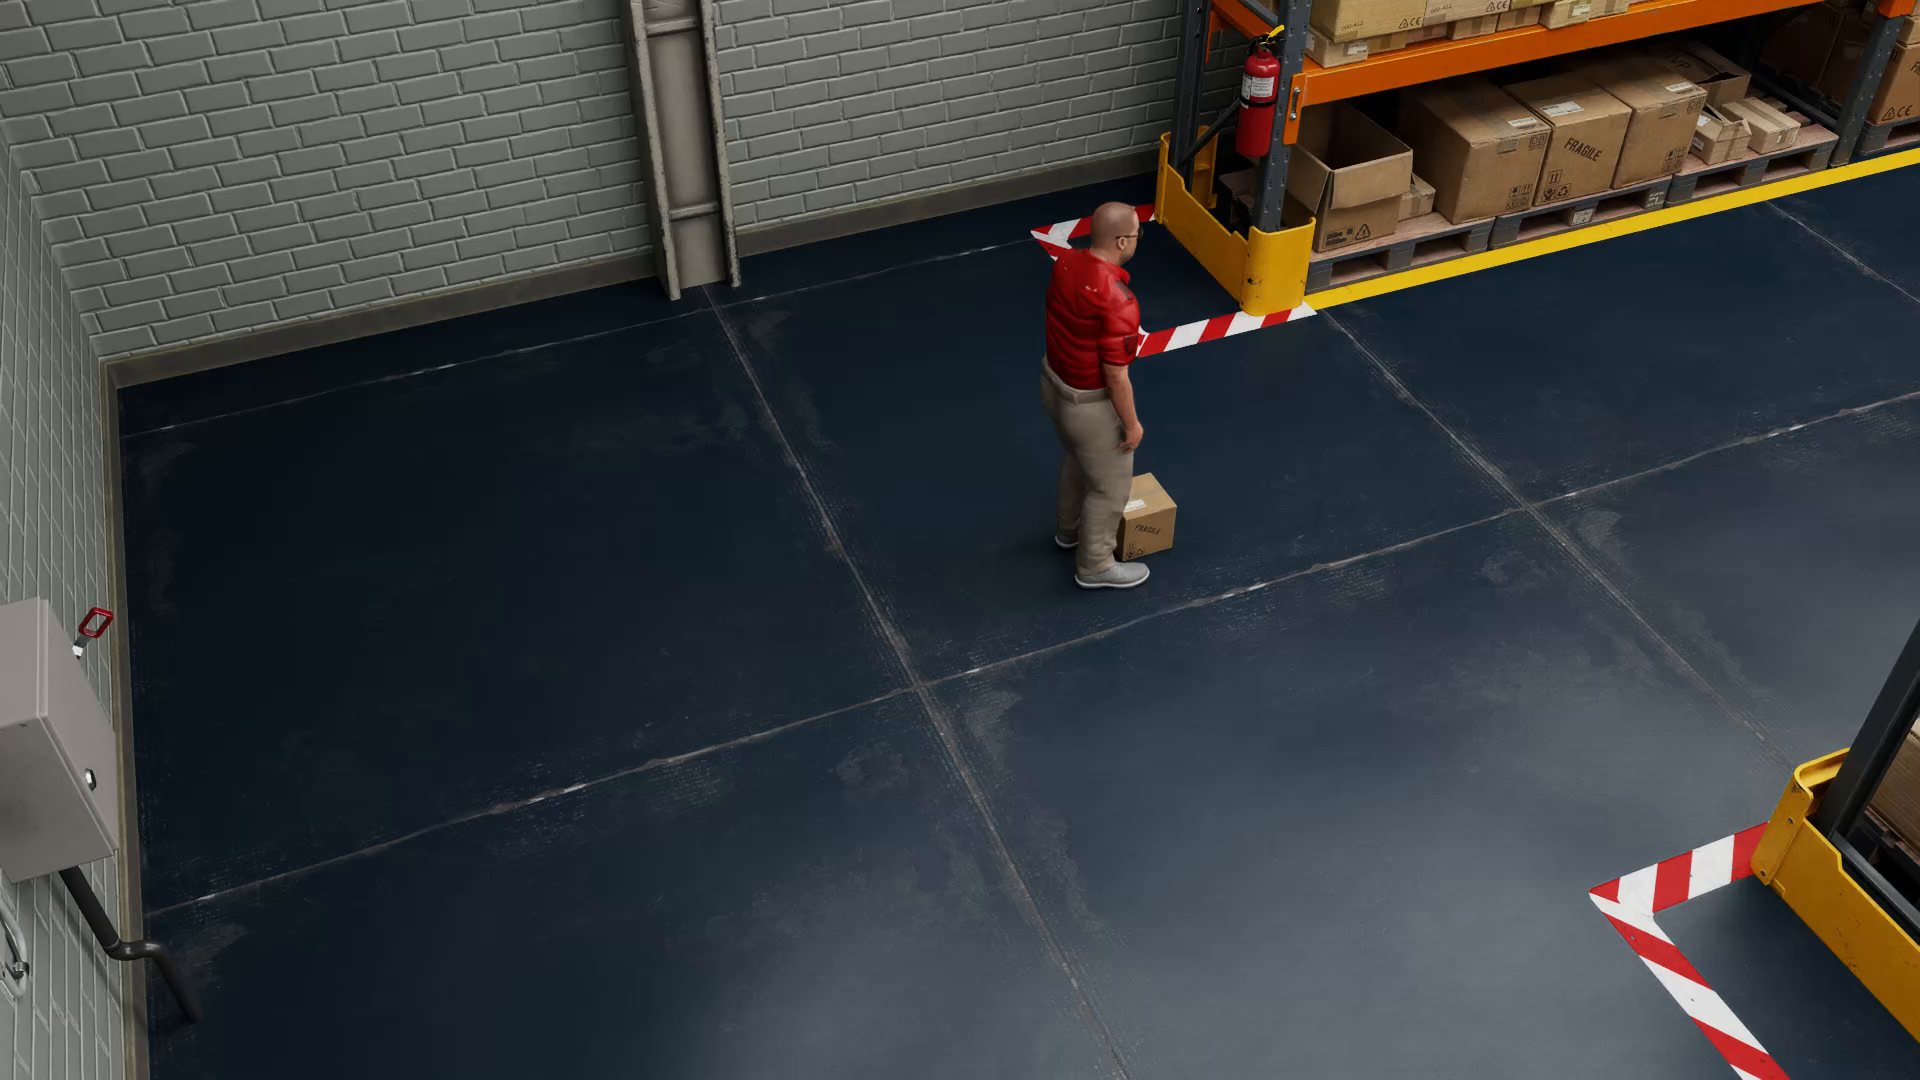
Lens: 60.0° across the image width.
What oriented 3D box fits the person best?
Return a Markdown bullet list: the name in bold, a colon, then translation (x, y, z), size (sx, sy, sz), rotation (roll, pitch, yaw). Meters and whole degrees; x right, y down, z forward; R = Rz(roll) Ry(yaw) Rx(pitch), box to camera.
- **person**: translation (0.570, -0.599, 6.846), size (0.432, 1.727, 0.606), rotation (-18, 44, -19)
